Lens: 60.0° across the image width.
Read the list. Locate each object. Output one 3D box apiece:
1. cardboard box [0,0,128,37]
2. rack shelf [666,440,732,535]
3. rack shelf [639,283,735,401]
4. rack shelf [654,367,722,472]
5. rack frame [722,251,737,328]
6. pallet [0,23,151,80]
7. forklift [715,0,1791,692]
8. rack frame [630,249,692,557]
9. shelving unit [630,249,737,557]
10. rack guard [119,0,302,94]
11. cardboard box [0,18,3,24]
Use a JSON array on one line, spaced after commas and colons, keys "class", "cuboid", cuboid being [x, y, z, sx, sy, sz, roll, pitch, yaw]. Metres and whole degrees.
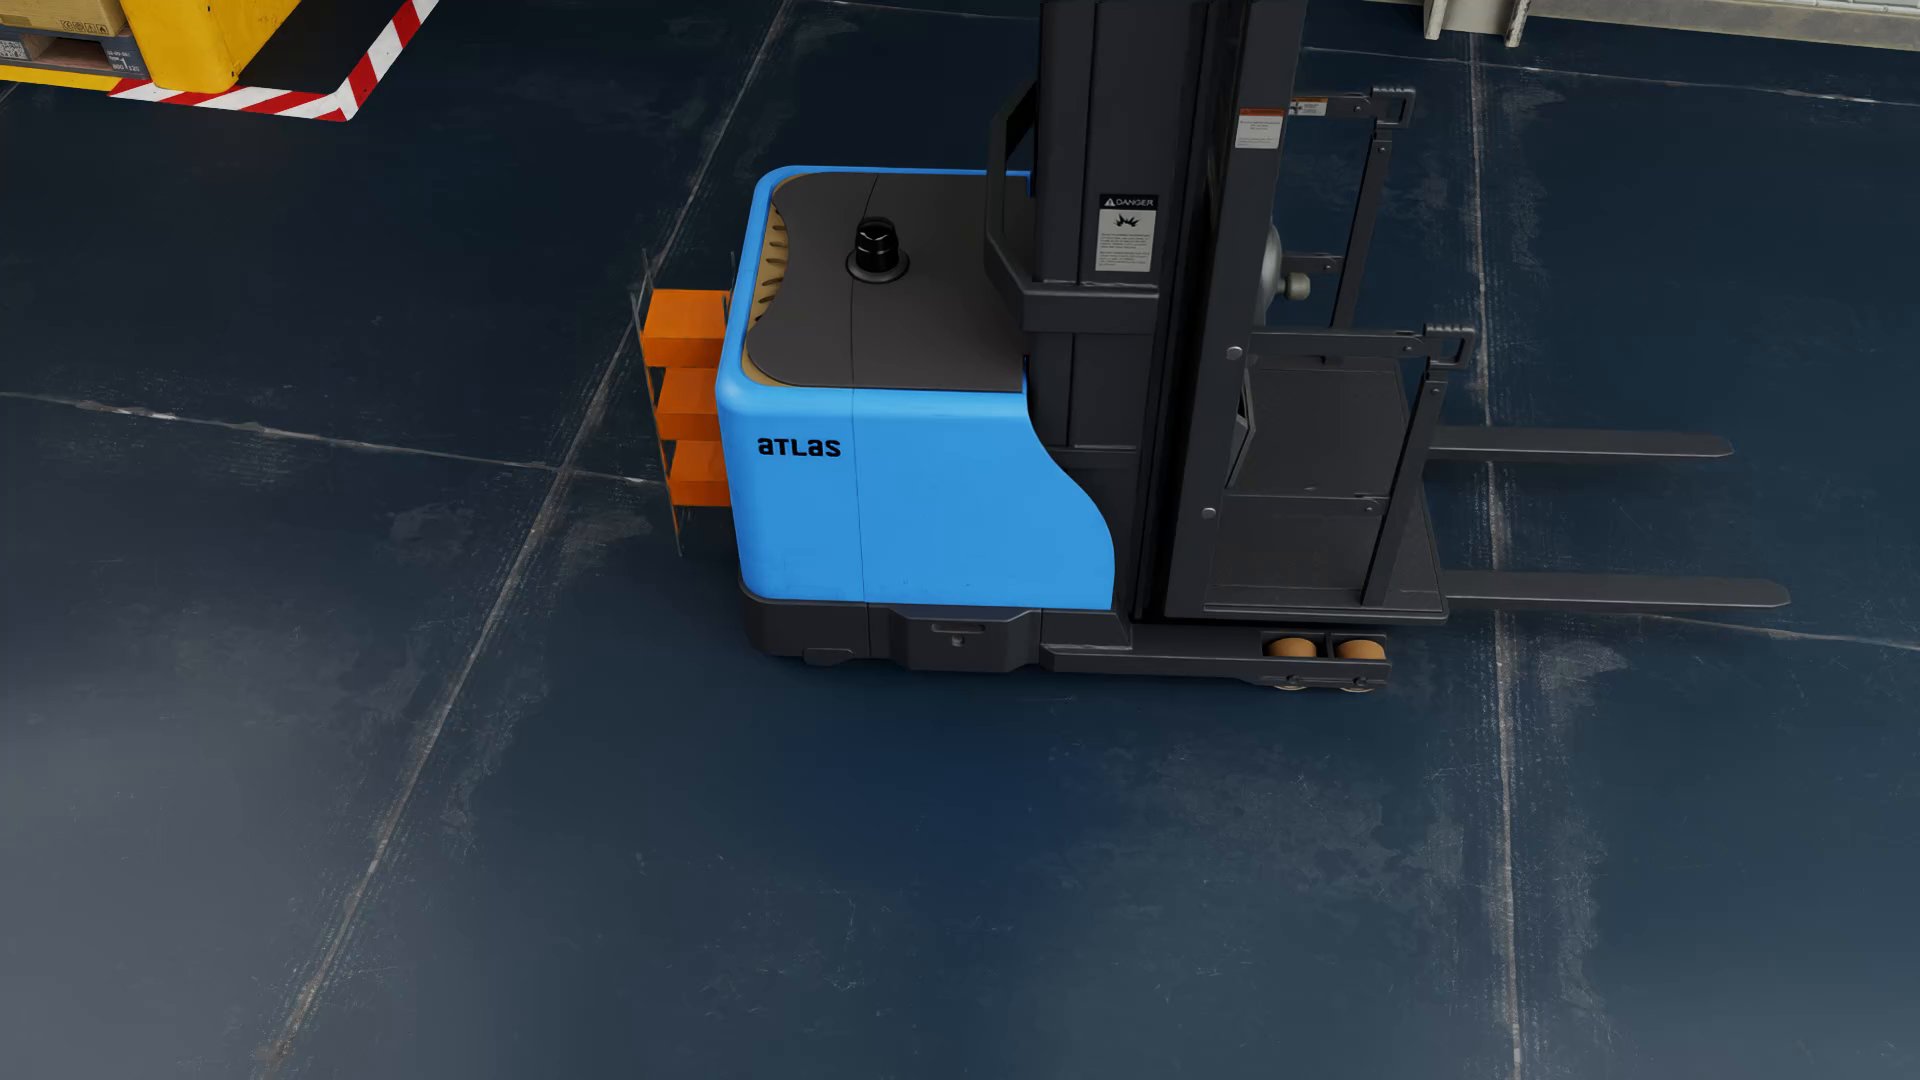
[{"class": "cardboard box", "cuboid": [-3.664, -2.356, 6.916, 0.500, 0.250, 0.500, 8, 49, 7]}, {"class": "rack shelf", "cuboid": [-0.747, -0.176, 5.090, 0.240, 0.259, 0.215, 2, 48, 2]}, {"class": "rack shelf", "cuboid": [-0.747, -0.552, 4.672, 0.240, 0.259, 0.215, 2, 48, 2]}, {"class": "rack shelf", "cuboid": [-0.747, -0.362, 4.884, 0.240, 0.259, 0.215, 2, 48, 2]}, {"class": "rack frame", "cuboid": [-0.625, -0.365, 4.872, 0.008, 1.050, 0.200, 2, 48, 2]}, {"class": "pallet", "cuboid": [-3.905, -2.442, 7.302, 1.213, 0.211, 1.003, 8, 49, 7]}, {"class": "forklift", "cuboid": [0.896, -0.942, 4.126, 3.031, 2.935, 1.130, 2, 48, 2]}, {"class": "rack frame", "cuboid": [-0.869, -0.373, 4.879, 0.008, 1.050, 0.200, 2, 48, 2]}, {"class": "shelving unit", "cuboid": [-0.747, -0.369, 4.876, 0.252, 1.050, 0.215, 2, 48, 2]}, {"class": "rack guard", "cuboid": [-3.122, -2.465, 7.129, 0.348, 0.500, 1.175, 8, 49, 7]}, {"class": "cardboard box", "cuboid": [-4.152, -2.428, 6.982, 0.500, 0.250, 0.500, 8, 49, 7]}]
